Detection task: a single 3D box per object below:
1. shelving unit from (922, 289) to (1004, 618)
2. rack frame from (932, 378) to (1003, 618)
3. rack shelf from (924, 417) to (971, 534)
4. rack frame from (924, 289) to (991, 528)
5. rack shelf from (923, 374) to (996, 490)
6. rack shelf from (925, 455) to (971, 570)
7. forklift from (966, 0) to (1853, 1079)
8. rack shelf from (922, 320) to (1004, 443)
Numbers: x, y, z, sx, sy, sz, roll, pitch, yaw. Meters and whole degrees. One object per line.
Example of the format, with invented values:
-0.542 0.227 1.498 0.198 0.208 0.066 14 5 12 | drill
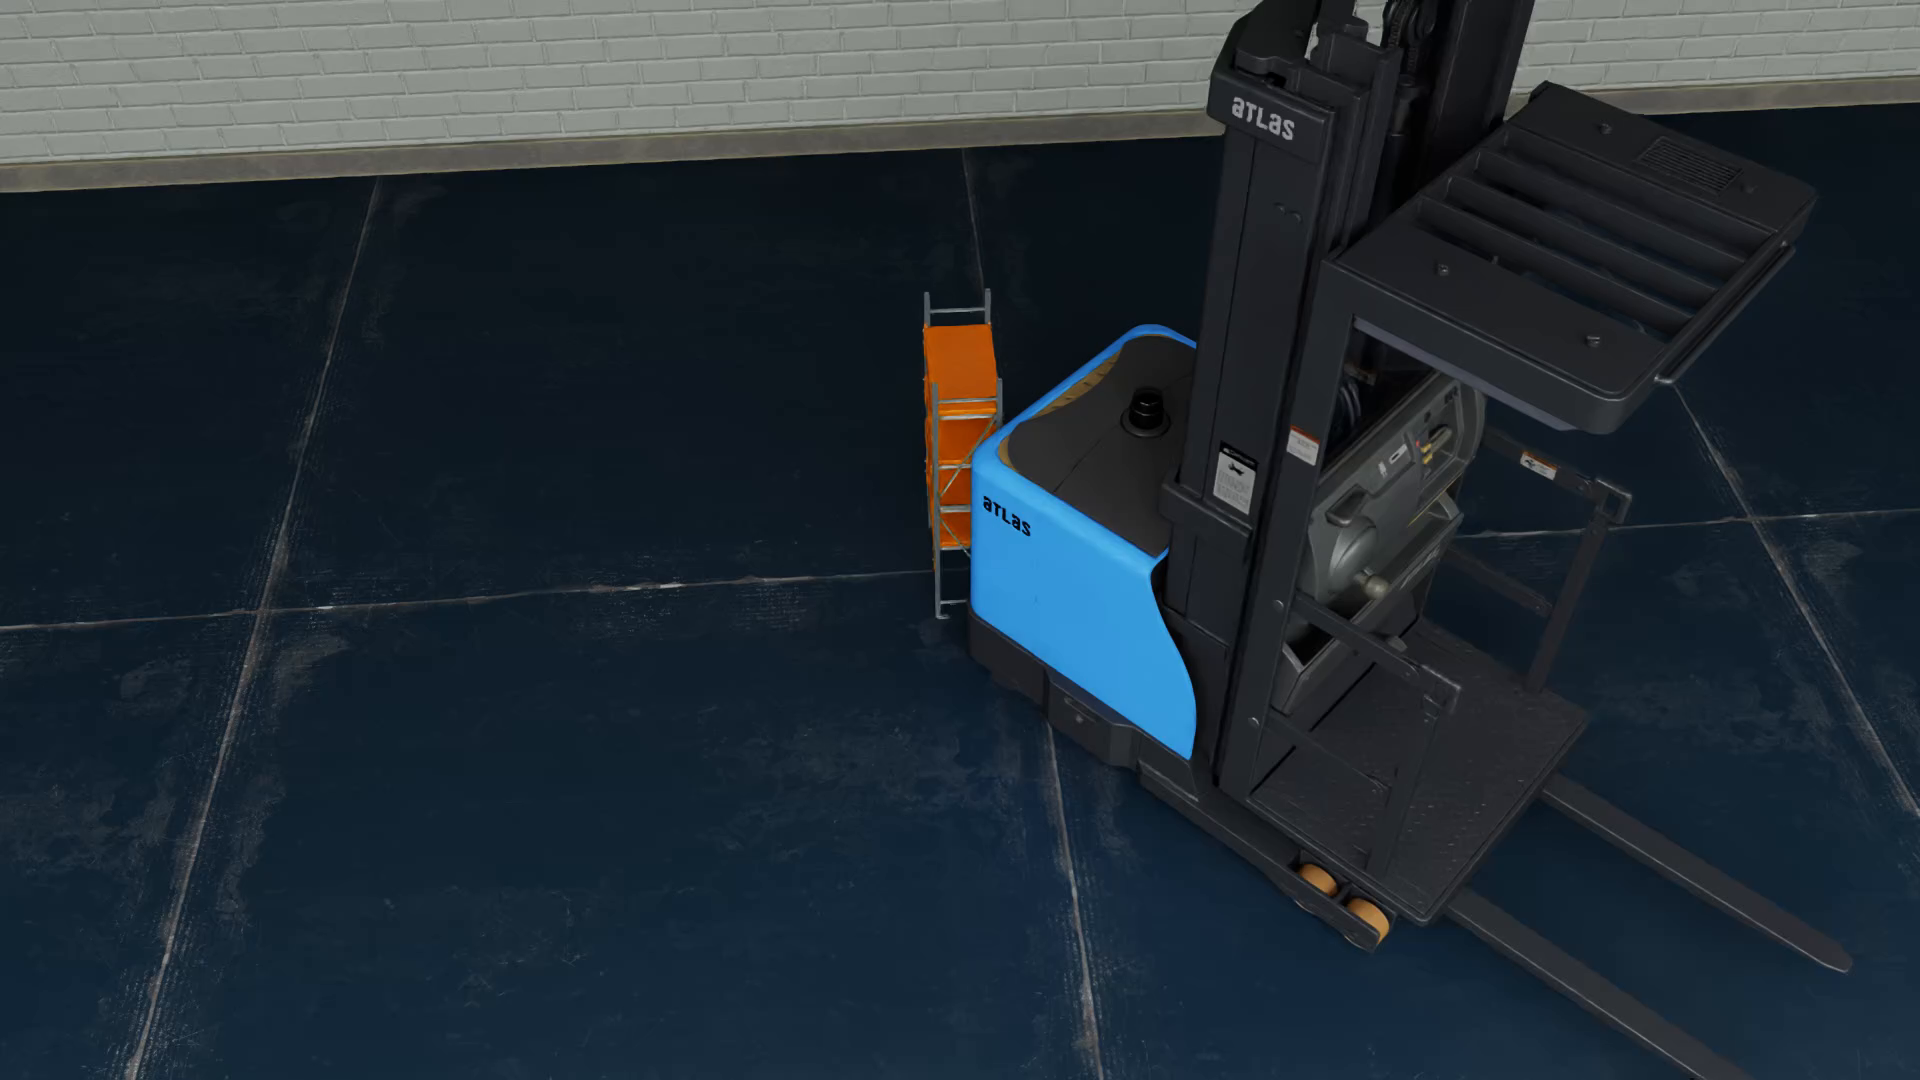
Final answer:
0.007 -0.298 6.205 0.258 1.200 0.503 -3 47 -3 | shelving unit
0.025 -0.121 6.038 0.240 1.200 0.015 -3 47 -3 | rack frame
0.007 -0.251 6.254 0.258 0.148 0.480 -3 47 -3 | rack shelf
-0.010 -0.474 6.373 0.240 1.200 0.015 -3 47 -3 | rack frame
0.007 -0.405 6.092 0.258 0.148 0.480 -3 47 -3 | rack shelf
0.007 -0.115 6.398 0.258 0.148 0.480 -3 47 -3 | rack shelf
1.450 -0.101 4.827 3.031 2.935 1.130 33 55 28 | forklift
0.008 -0.568 5.920 0.258 0.148 0.480 -3 47 -3 | rack shelf
